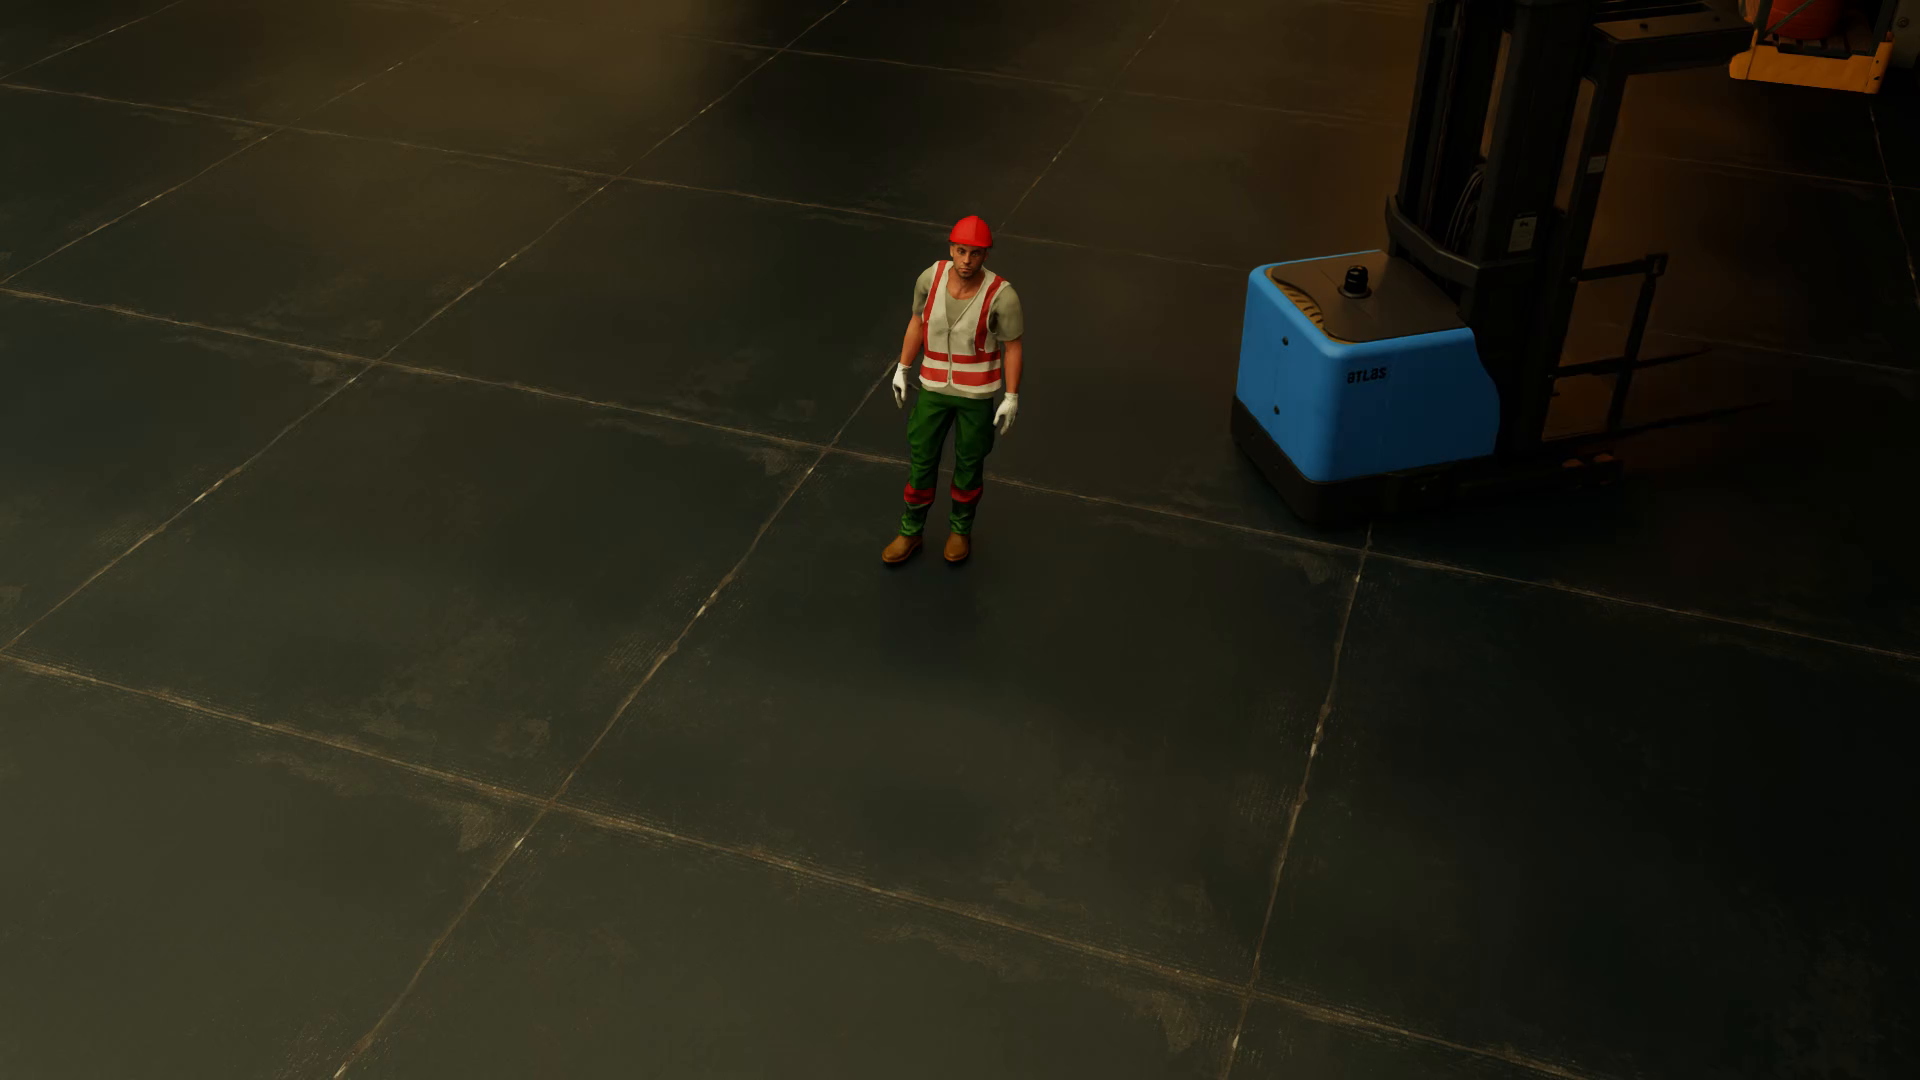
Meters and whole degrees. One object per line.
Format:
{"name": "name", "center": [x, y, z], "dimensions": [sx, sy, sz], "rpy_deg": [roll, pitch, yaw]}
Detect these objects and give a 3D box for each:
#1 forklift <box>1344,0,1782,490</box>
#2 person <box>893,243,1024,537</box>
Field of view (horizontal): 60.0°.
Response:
{"name": "forklift", "center": [3.098, -1.749, 8.578], "dimensions": [3.031, 2.935, 1.121], "rpy_deg": [-10, 36, -13]}
{"name": "person", "center": [-0.015, -0.734, 8.118], "dimensions": [0.638, 1.688, 0.423], "rpy_deg": [12, 37, 16]}
